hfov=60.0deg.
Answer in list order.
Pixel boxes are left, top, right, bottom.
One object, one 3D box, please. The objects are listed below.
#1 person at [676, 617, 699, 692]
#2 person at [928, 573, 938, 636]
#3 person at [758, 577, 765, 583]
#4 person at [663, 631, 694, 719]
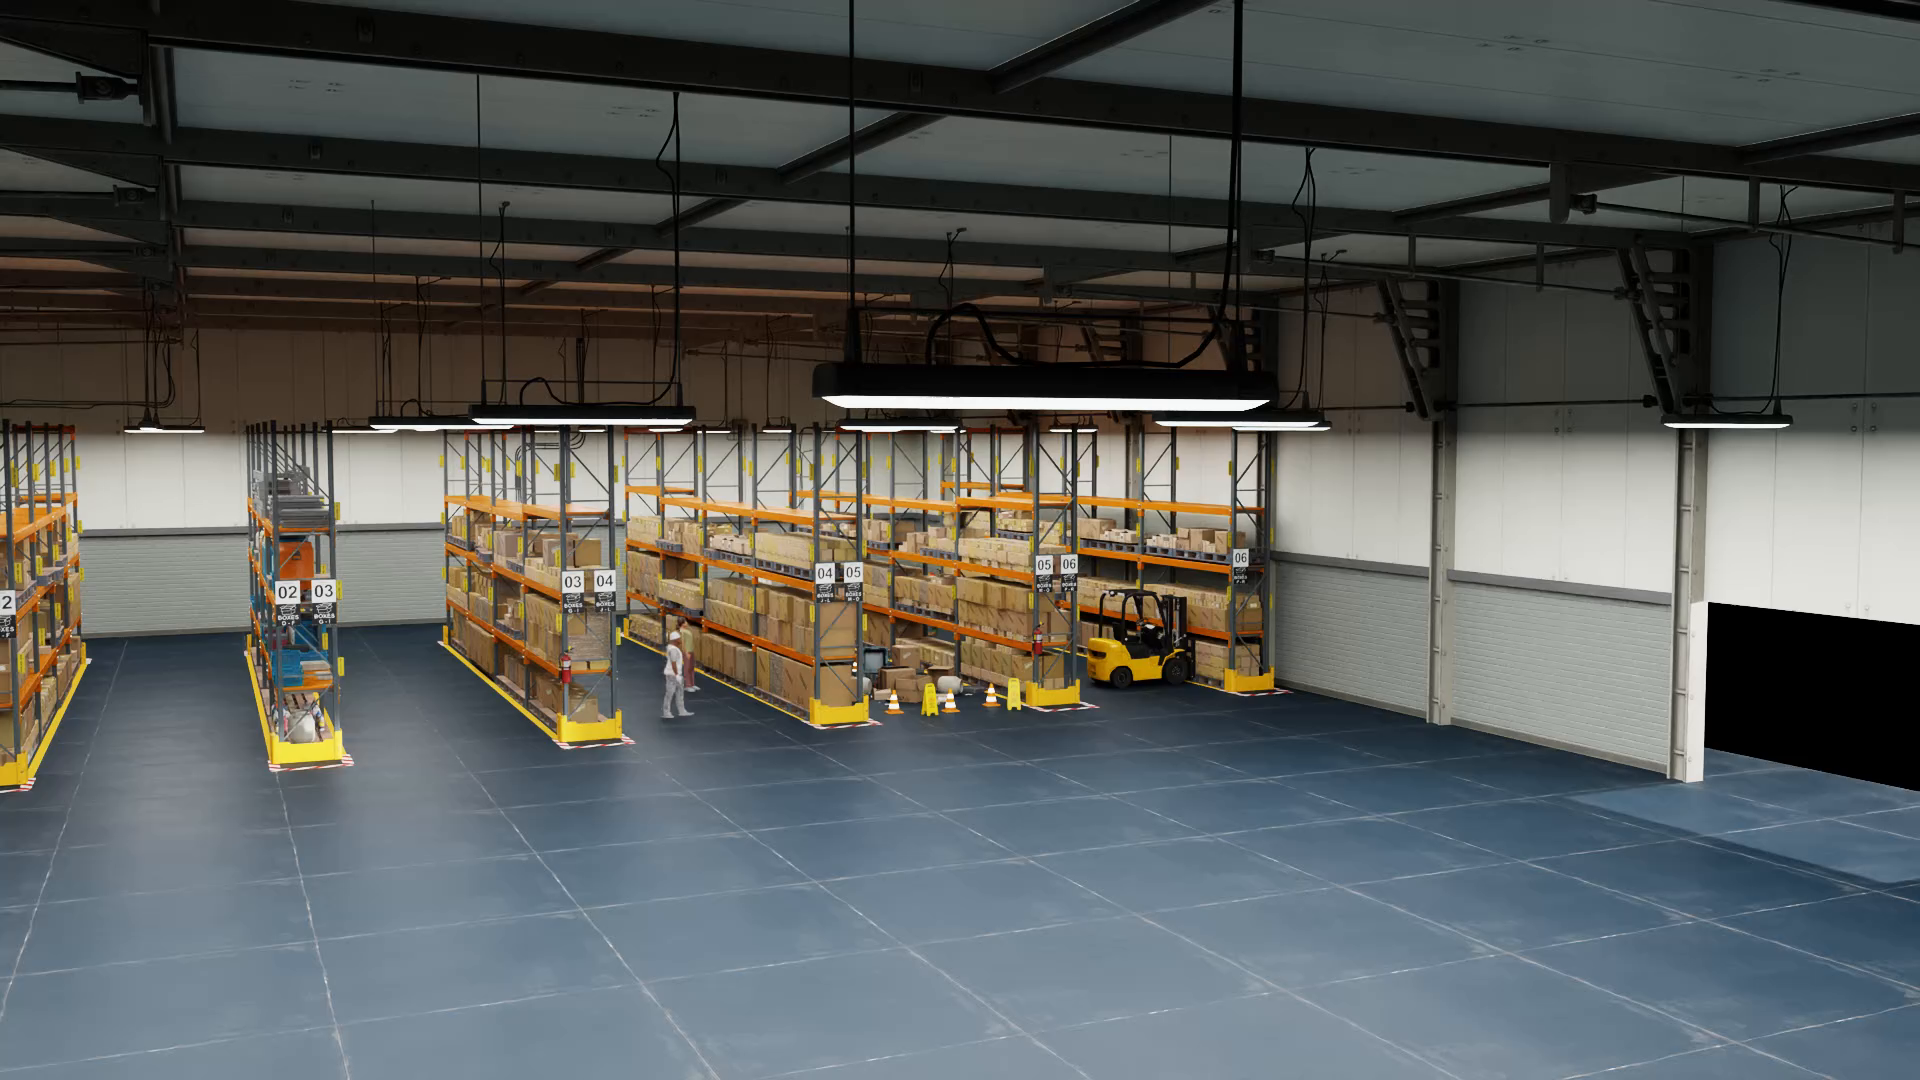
[{"bbox_3d":[-6.131,2.563,37.524,0.511,1.679,0.507,1,4,15],"label":"person"},{"bbox_3d":[-0.817,1.832,47.751,0.385,1.791,0.564,-2,4,-35],"label":"person"},{"bbox_3d":[-6.399,1.622,52.634,0.532,1.636,0.963,3,5,39],"label":"person"},{"bbox_3d":[-5.748,2.734,33.763,0.585,1.777,0.612,0,4,5],"label":"person"}]
